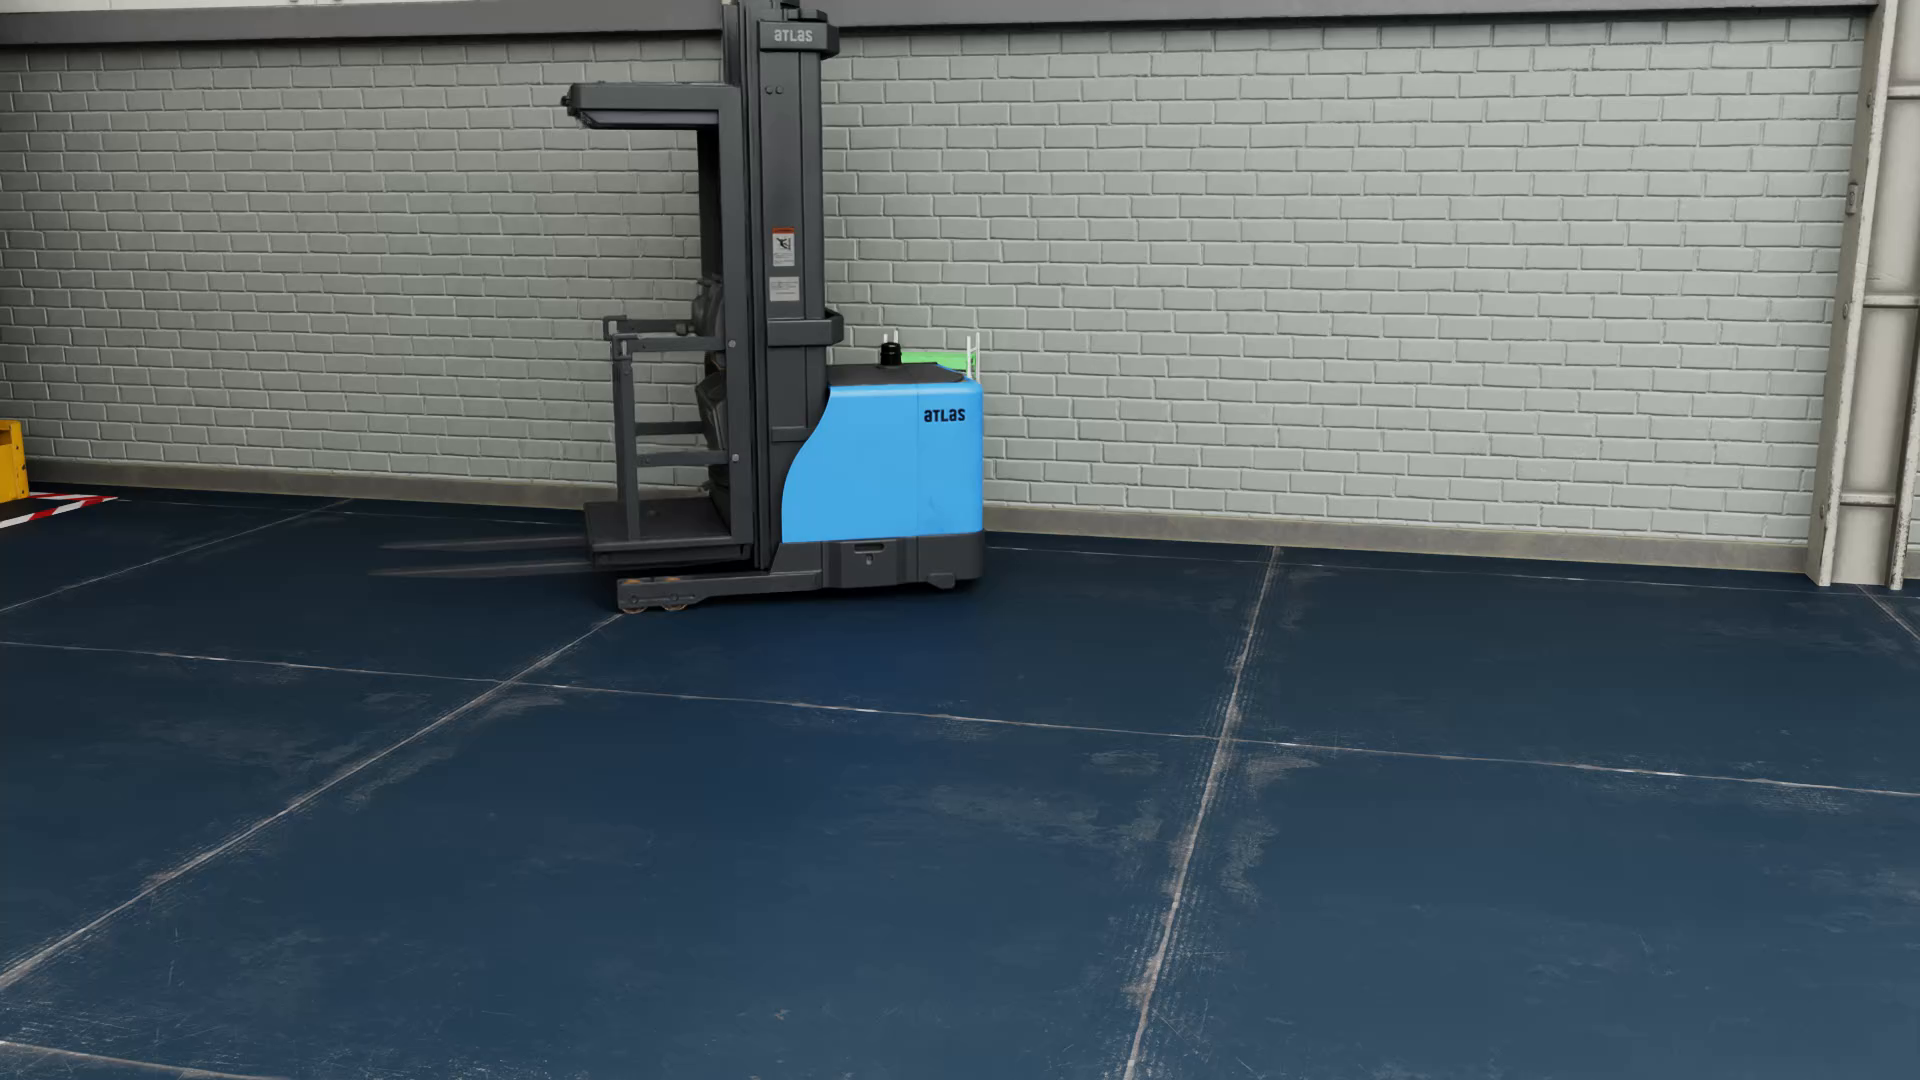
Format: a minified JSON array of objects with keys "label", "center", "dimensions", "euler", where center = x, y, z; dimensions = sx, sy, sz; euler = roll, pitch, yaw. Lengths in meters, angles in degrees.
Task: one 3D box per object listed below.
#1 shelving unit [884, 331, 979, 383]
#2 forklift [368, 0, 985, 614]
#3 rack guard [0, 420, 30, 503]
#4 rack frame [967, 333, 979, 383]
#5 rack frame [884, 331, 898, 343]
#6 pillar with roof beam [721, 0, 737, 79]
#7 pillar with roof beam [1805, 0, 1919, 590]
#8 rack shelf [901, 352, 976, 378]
[{"label":"shelving unit","center":[-0.161,-0.594,9.642],"dimensions":[0.503,1.200,0.258],"euler":[3,13,14]},{"label":"forklift","center":[-1.445,-1.196,8.357],"dimensions":[3.031,2.935,1.130],"euler":[-3,13,-14]},{"label":"rack guard","center":[-6.465,-0.425,10.495],"dimensions":[0.348,0.500,1.175],"euler":[3,13,14]},{"label":"rack frame","center":[0.076,-0.582,9.585],"dimensions":[0.015,1.200,0.240],"euler":[3,13,14]},{"label":"rack frame","center":[-0.398,-0.607,9.700],"dimensions":[0.015,1.200,0.240],"euler":[3,13,14]},{"label":"pillar with roof beam","center":[-2.155,-3.584,5.113],"dimensions":[0.400,9.000,9.100],"euler":[3,13,14]},{"label":"pillar with roof beam","center":[3.670,-3.273,3.710],"dimensions":[0.400,9.000,9.100],"euler":[3,13,14]},{"label":"rack shelf","center":[-0.161,-1.001,9.552],"dimensions":[0.480,0.148,0.258],"euler":[3,13,14]}]
